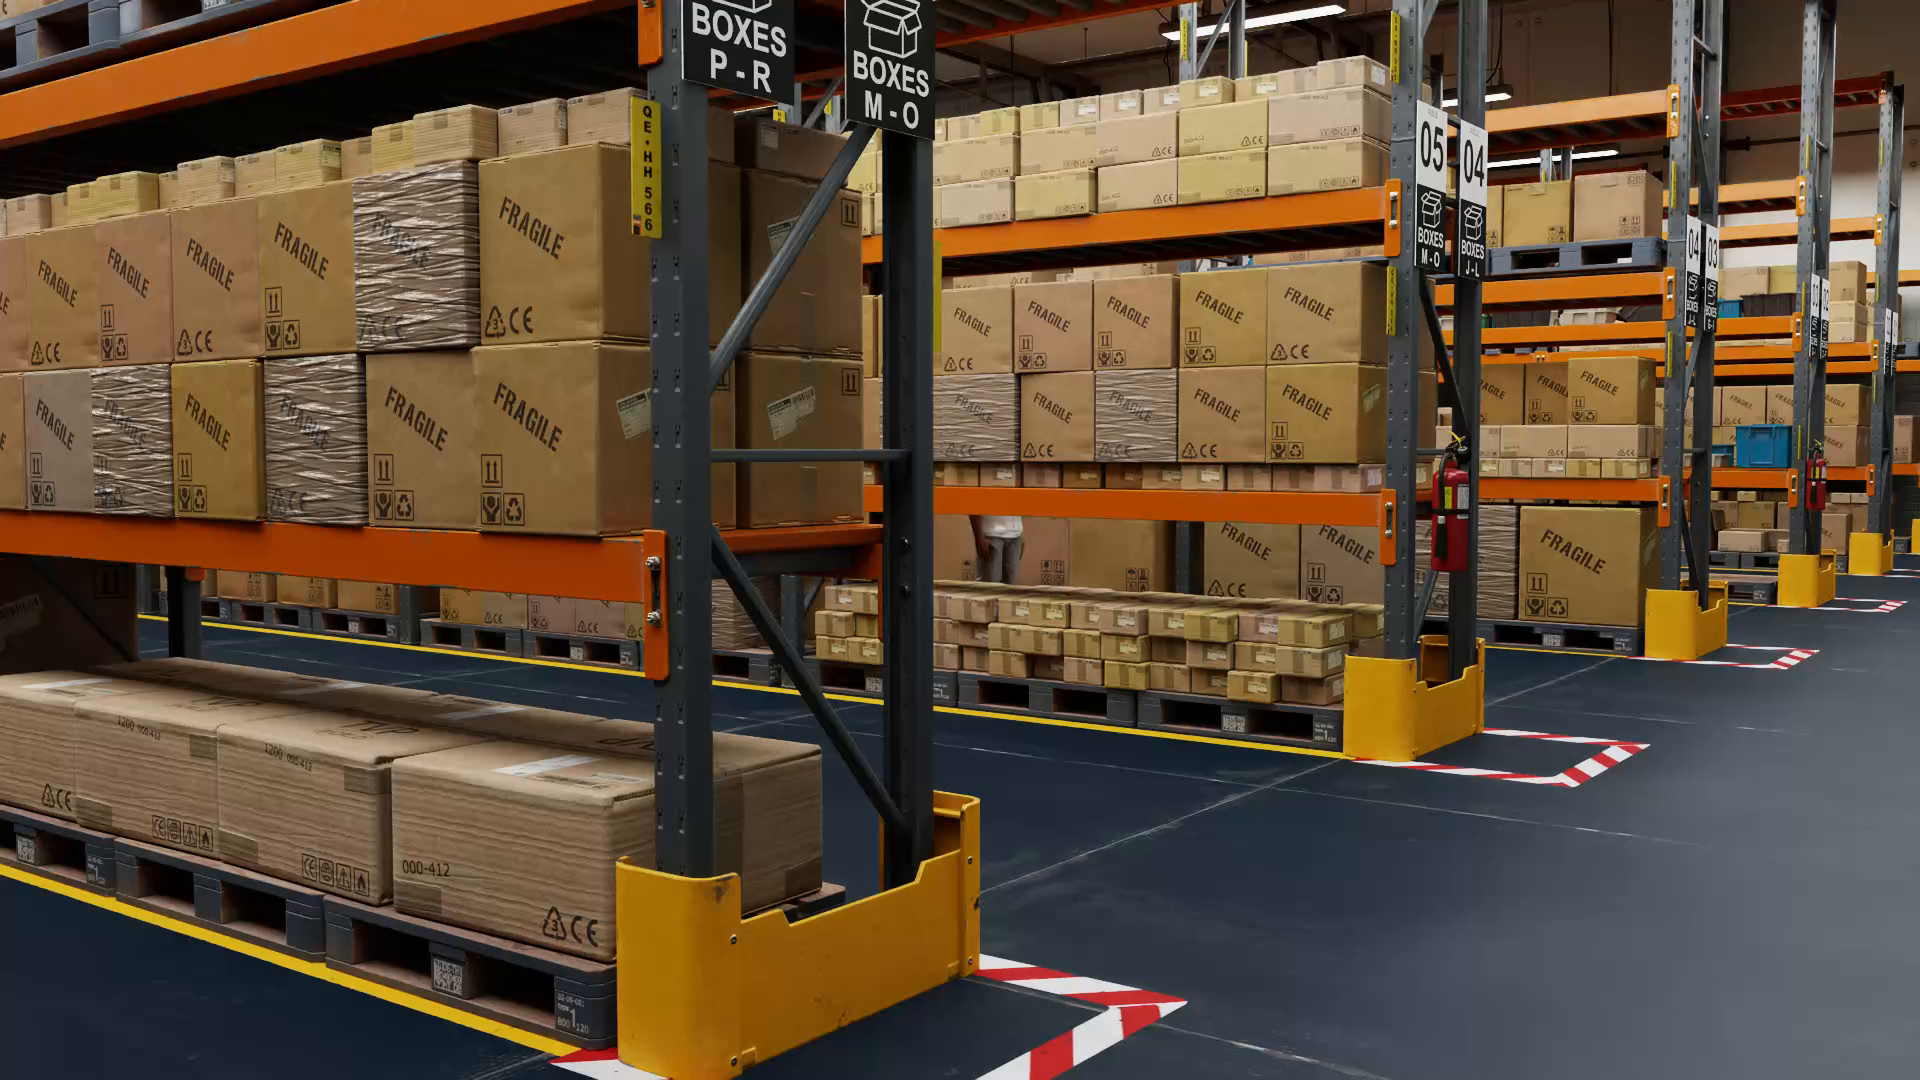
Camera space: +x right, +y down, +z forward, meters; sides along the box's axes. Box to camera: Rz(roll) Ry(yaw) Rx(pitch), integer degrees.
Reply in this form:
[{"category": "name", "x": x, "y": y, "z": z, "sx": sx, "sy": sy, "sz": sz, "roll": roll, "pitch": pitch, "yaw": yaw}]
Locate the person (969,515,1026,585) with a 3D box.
[{"category": "person", "x": 0.271, "y": -0.026, "z": 12.036, "sx": 0.360, "sy": 1.767, "sz": 0.564, "roll": 2, "pitch": 4, "yaw": 37}]
